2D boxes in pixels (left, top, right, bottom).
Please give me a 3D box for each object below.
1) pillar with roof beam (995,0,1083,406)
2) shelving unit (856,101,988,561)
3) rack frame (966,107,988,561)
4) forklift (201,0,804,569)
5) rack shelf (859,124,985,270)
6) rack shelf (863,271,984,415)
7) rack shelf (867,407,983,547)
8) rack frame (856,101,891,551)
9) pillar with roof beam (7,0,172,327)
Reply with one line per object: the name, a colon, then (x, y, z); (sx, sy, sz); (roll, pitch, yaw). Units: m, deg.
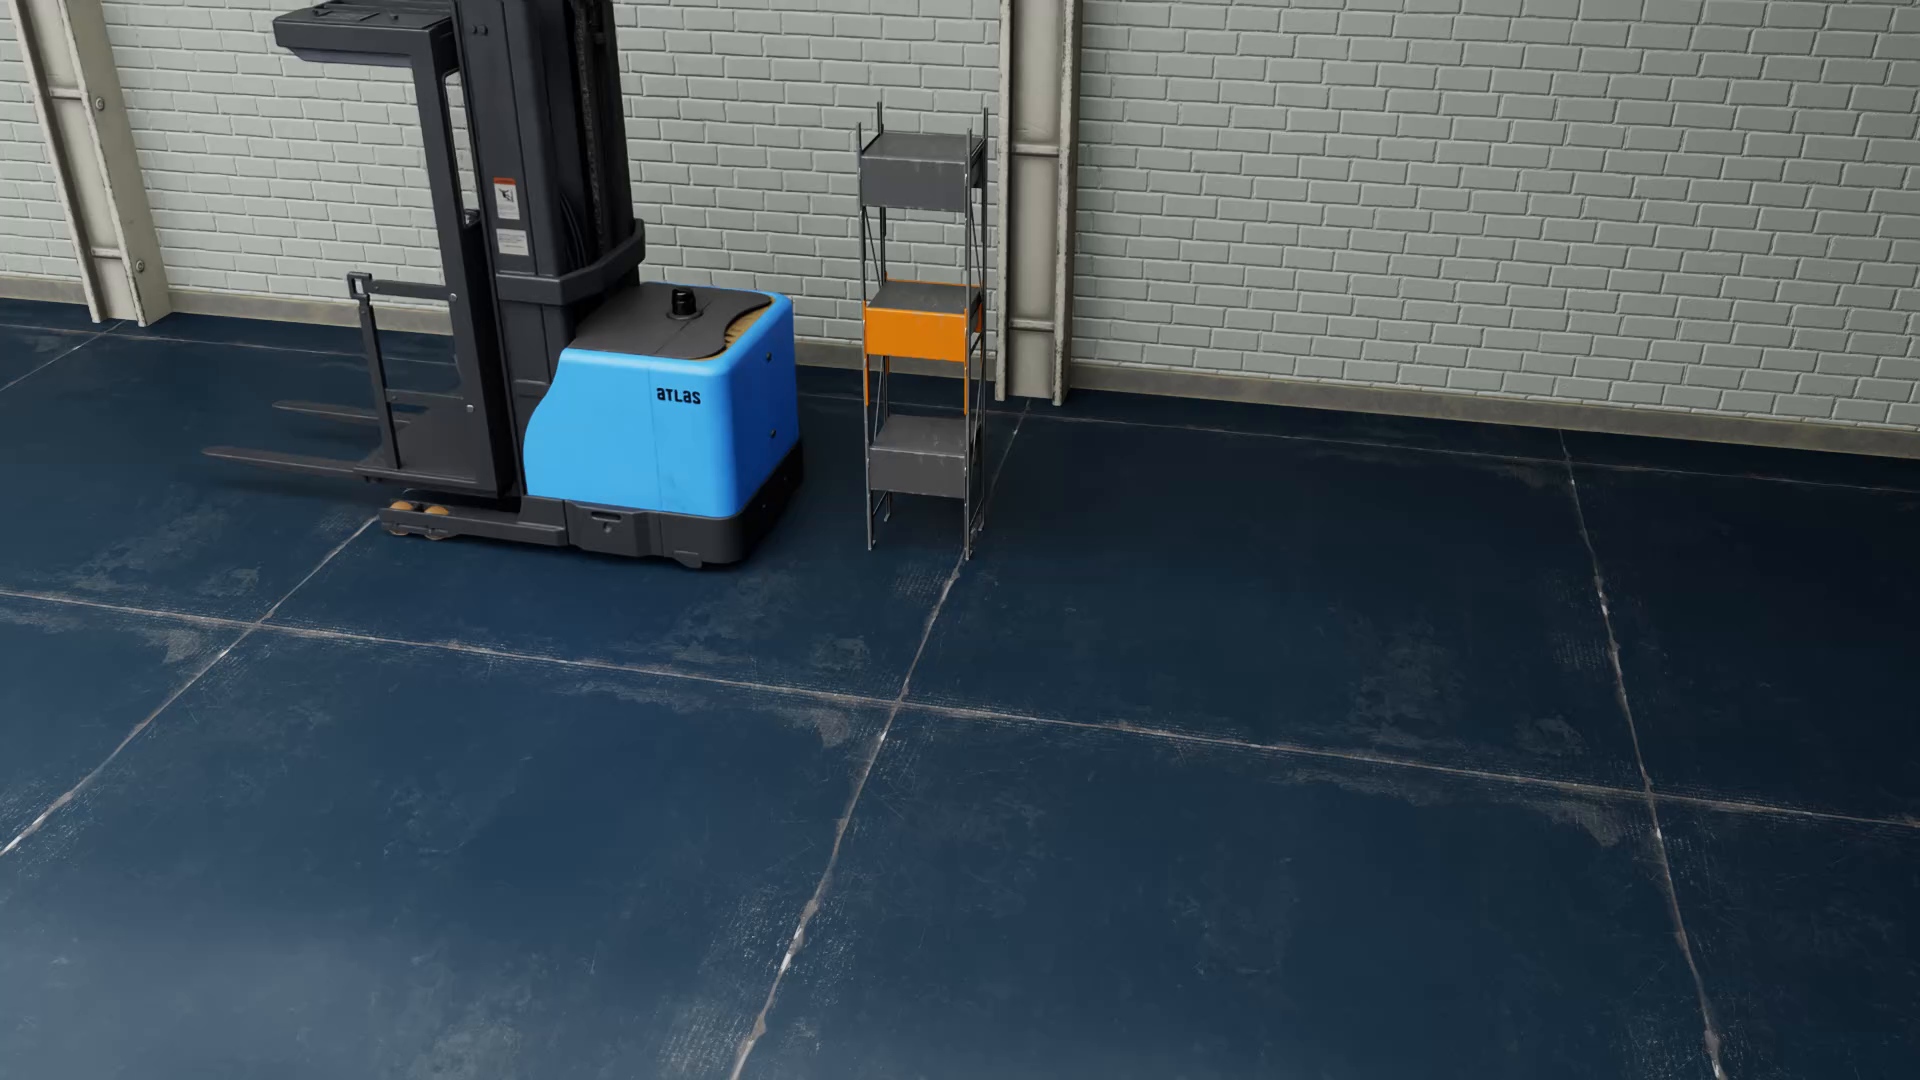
pillar with roof beam: (-0.468, -2.799, 3.991); (0.400, 9.000, 9.100); (6, 29, 11)
shelving unit: (-0.162, -0.938, 7.776); (0.503, 2.100, 0.431); (6, 29, 11)
rack frame: (0.077, -0.913, 7.731); (0.015, 2.100, 0.400); (6, 29, 11)
forklift: (-2.391, -1.521, 7.977); (3.031, 2.935, 1.130); (7, 29, 12)
rack shelf: (-0.162, -1.540, 7.447); (0.480, 0.518, 0.431); (6, 29, 11)
rack shelf: (-0.162, -0.926, 7.783); (0.480, 0.518, 0.431); (6, 29, 11)
rack shelf: (-0.162, -0.312, 8.119); (0.480, 0.518, 0.431); (6, 29, 11)
rack frame: (-0.401, -0.962, 7.821); (0.015, 2.100, 0.400); (6, 29, 11)
pillar with roof beam: (-6.336, -3.400, 5.090); (0.400, 9.000, 9.100); (6, 29, 11)
